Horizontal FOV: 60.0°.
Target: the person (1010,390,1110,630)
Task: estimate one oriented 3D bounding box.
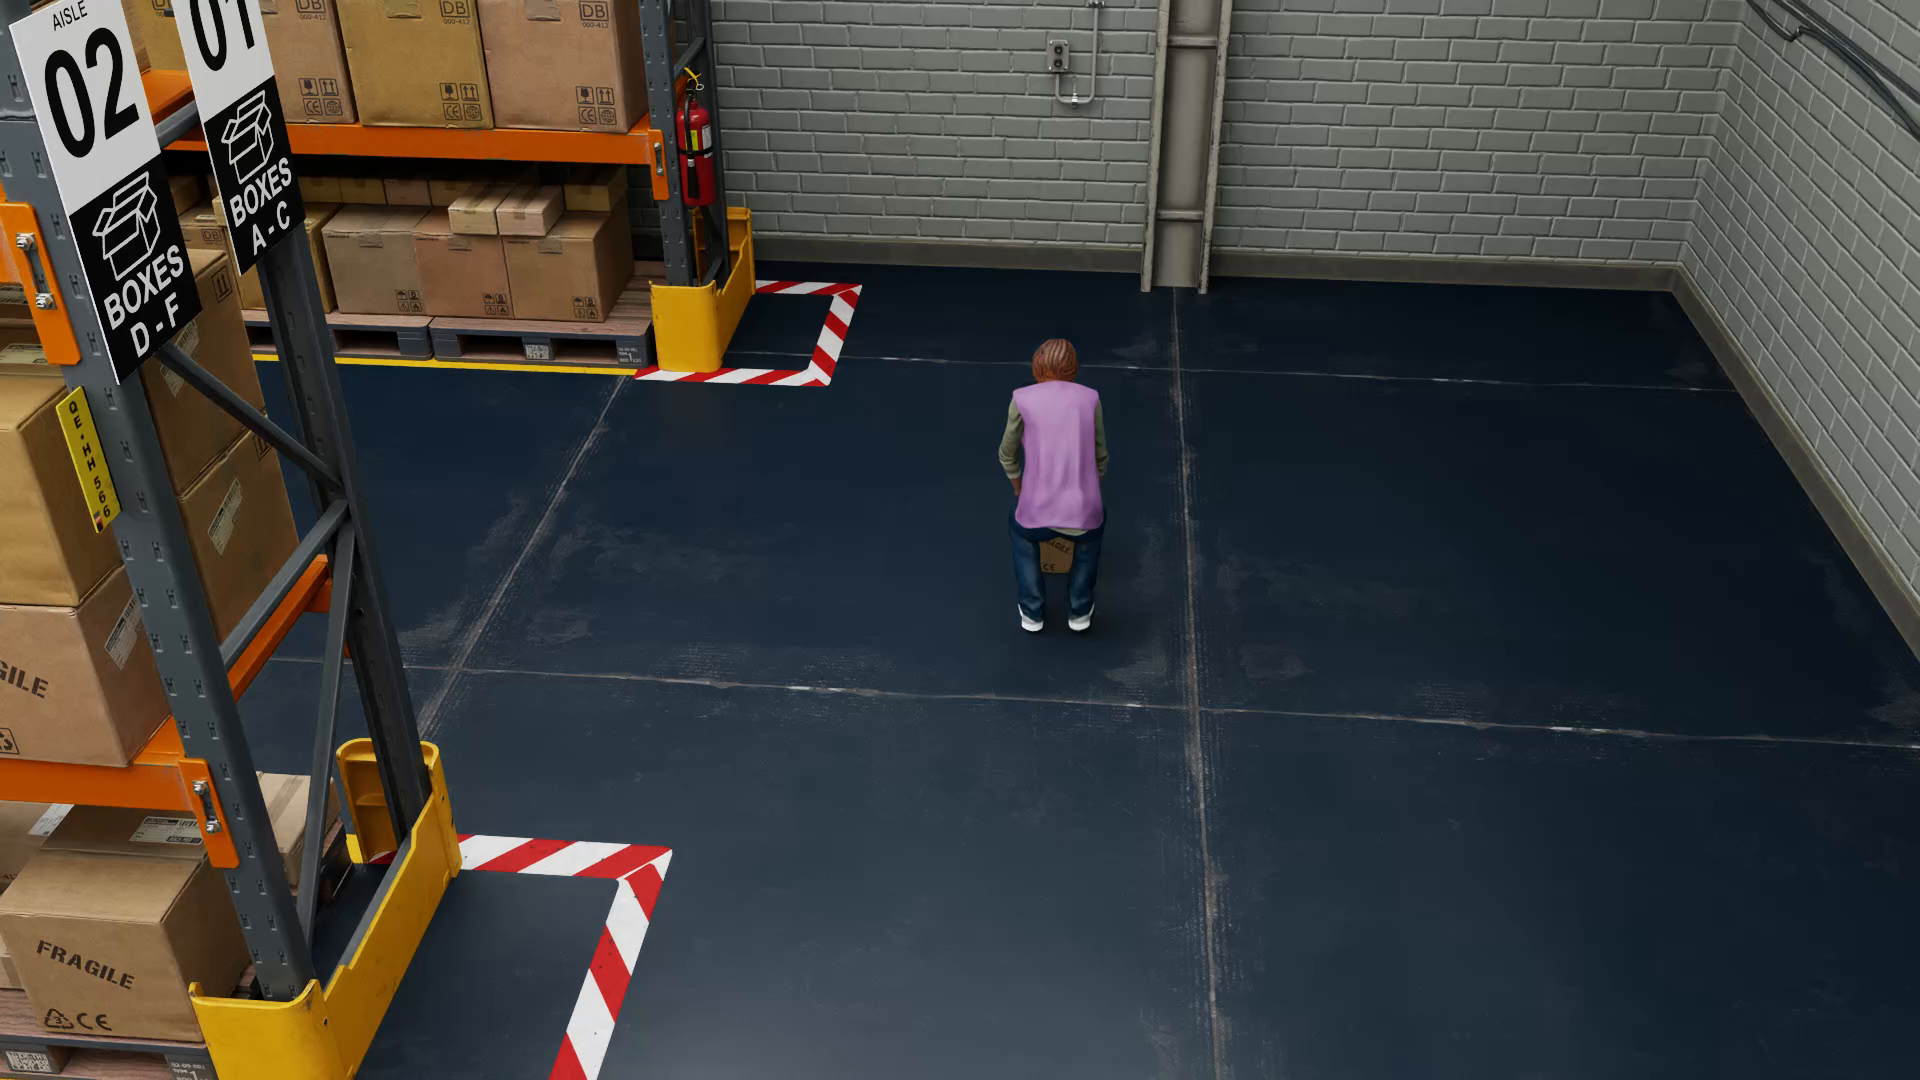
[{"bbox_3d":[0.417,-0.159,7.003,0.407,0.947,0.865,1,32,2],"label":"person"}]
